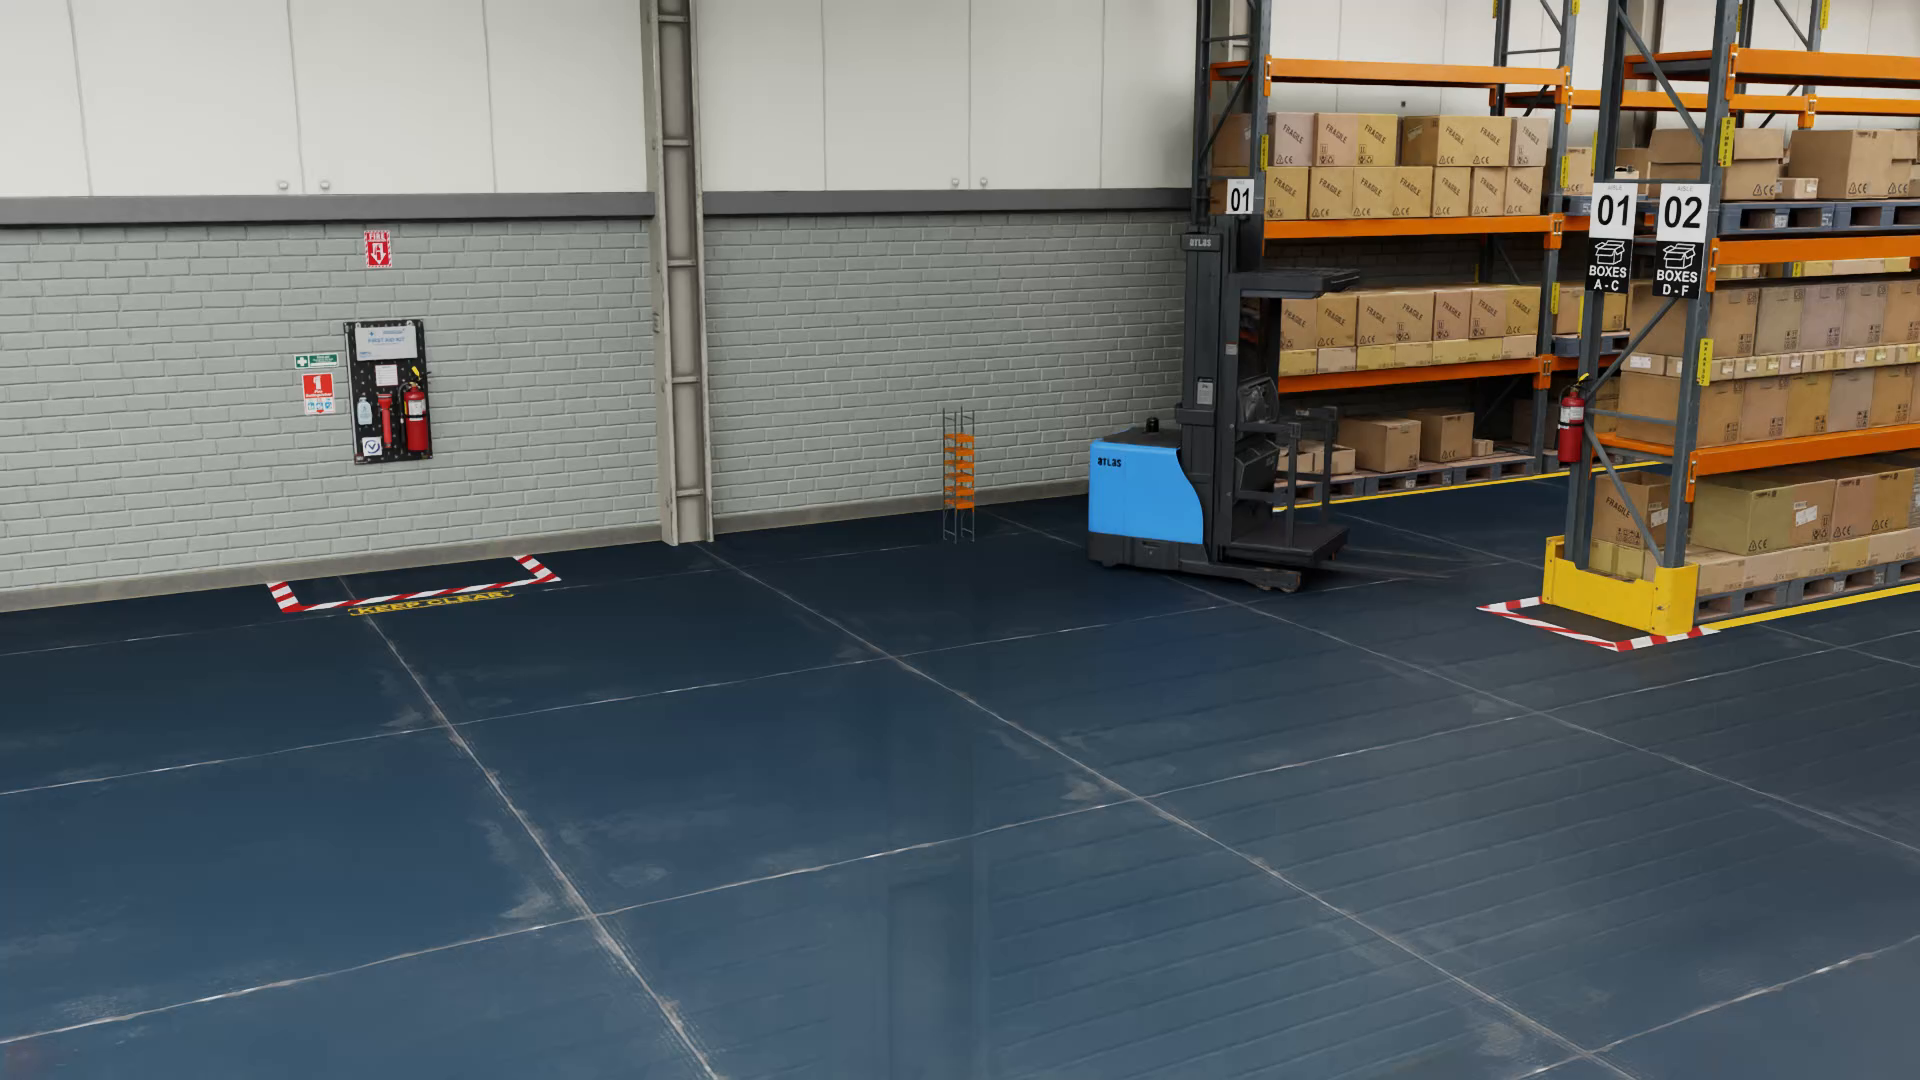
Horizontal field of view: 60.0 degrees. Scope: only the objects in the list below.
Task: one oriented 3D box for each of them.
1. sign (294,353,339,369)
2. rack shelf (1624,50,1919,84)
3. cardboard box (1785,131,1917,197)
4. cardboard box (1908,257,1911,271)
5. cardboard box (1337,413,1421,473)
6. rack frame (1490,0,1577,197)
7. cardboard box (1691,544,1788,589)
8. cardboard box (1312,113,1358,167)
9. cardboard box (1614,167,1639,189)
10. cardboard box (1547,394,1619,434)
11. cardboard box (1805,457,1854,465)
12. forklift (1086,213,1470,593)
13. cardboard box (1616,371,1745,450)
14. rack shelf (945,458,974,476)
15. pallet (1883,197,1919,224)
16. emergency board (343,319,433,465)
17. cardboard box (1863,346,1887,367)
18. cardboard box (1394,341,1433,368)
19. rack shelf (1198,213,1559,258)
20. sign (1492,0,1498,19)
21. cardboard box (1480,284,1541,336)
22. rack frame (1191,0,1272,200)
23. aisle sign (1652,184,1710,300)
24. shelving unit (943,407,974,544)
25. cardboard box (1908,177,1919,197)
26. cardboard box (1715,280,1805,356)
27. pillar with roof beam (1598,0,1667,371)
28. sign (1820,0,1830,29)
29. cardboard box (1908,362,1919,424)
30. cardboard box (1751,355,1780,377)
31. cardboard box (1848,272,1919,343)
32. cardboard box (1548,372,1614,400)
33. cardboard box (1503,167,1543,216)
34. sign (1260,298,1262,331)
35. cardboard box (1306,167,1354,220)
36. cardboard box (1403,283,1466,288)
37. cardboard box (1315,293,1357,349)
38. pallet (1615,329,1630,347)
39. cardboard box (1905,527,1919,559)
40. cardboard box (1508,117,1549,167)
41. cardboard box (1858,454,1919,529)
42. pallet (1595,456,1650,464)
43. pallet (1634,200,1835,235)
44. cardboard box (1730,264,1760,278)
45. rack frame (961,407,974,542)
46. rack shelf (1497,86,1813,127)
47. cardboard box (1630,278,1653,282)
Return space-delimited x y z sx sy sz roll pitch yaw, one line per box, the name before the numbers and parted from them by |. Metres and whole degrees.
sign | -5.186 -1.444 13.404 0.331 0.109 0.001 -7 14 -28
rack shelf | 6.727 -3.583 12.638 3.809 0.124 0.919 -7 14 -28
cardboard box | 6.976 -2.955 13.066 0.637 0.503 0.797 -5 14 -22
cardboard box | 11.939 -3.479 21.075 0.500 0.250 0.500 -7 14 -27
cardboard box | 4.413 -1.029 17.540 0.500 0.500 0.700 -8 15 -31
rack frame | 6.105 -5.198 17.712 0.127 3.000 1.000 -7 14 -28
cardboard box | 5.985 0.173 12.813 0.500 0.250 0.500 -7 14 -28
cardboard box | 3.513 -3.897 16.212 0.500 0.500 0.500 -7 14 -29
cardboard box | 7.164 -4.003 18.480 0.500 0.311 0.500 -6 14 -26
cardboard box | 7.173 -1.411 19.239 0.500 0.500 0.700 -7 15 -29
cardboard box | 7.047 -0.453 13.887 0.500 0.500 0.500 -7 14 -28
forklift | 2.615 -1.143 13.515 3.031 2.935 1.130 7 14 28
cardboard box | 5.387 -0.992 12.457 0.500 0.500 0.700 -7 14 -28
rack shelf | -0.013 -0.658 14.954 0.180 0.103 0.258 -7 14 -28
pallet | 7.746 -2.643 13.390 1.213 0.211 1.003 -7 14 -28
emergency board | -4.660 -1.207 13.641 0.643 1.169 0.194 -7 14 -28
cardboard box | 6.999 -1.451 13.019 0.250 0.149 0.380 -6 14 -26
cardboard box | 4.518 -1.940 17.193 0.500 0.250 0.500 -7 14 -27
rack shelf | 4.350 -3.173 17.185 4.000 0.370 1.077 -7 14 -28
sign | 5.834 -5.838 18.064 0.005 0.325 0.100 -7 14 -28
cardboard box | 5.838 -2.465 17.817 0.500 0.500 0.500 -7 14 -28
rack frame | 2.594 -4.777 15.842 0.127 3.000 1.000 -7 14 -28
aisle sign | 5.060 -2.099 11.682 0.004 0.787 0.394 -7 14 -28
shelving unit | -0.013 -0.584 14.971 0.189 1.200 0.258 -7 14 -28
cardboard box | 7.554 -2.752 12.969 0.250 0.149 0.380 -7 14 -28
cardboard box | 5.892 -1.687 12.590 0.500 0.500 0.700 -7 15 -29
pillar with roof beam | 10.123 -4.819 16.028 0.400 9.000 9.100 -7 14 -28
sign | 9.885 -6.010 19.010 0.005 0.325 0.100 -7 14 -28
cardboard box | 7.636 -1.261 13.654 0.500 0.500 0.700 -7 14 -28
cardboard box | 5.869 -1.316 12.418 0.250 0.149 0.380 -7 14 -28
cardboard box | 7.653 -1.898 13.527 0.500 0.500 0.700 -7 14 -28
cardboard box | 7.128 -1.760 19.081 0.500 0.250 0.500 -7 15 -29
cardboard box | 5.778 -3.692 17.579 0.500 0.500 0.500 -6 14 -26
sign | 2.854 -2.168 15.941 0.005 0.325 0.100 -7 14 -28
cardboard box | 3.496 -3.409 16.321 0.500 0.500 0.500 -6 14 -24
cardboard box | 5.137 -2.511 18.023 0.500 0.500 0.500 -7 14 -28
cardboard box | 3.596 -2.195 16.621 0.500 0.500 0.500 -7 14 -28
pallet | 7.898 -2.383 19.301 1.213 0.211 1.003 -7 14 -28
cardboard box | 7.736 -0.039 13.757 0.500 0.250 0.500 -7 14 -28
cardboard box | 5.795 -4.176 17.452 0.500 0.500 0.500 -8 15 -33
cardboard box | 7.735 -0.405 13.676 0.500 0.500 0.500 -7 14 -28
pallet | 7.860 -1.122 19.616 1.213 0.211 1.003 -7 14 -28
pallet | 5.604 -2.386 12.249 1.213 0.211 1.003 -7 14 -28
cardboard box | 9.328 -3.230 19.923 0.250 0.149 0.380 -9 16 -35
rack frame | 0.068 -0.593 15.013 0.006 1.200 0.240 -7 14 -28
rack shelf | 7.861 -4.863 18.770 4.000 0.370 1.077 -7 14 -28
cardboard box | 8.125 -2.769 19.351 0.500 0.500 0.700 -7 14 -28
